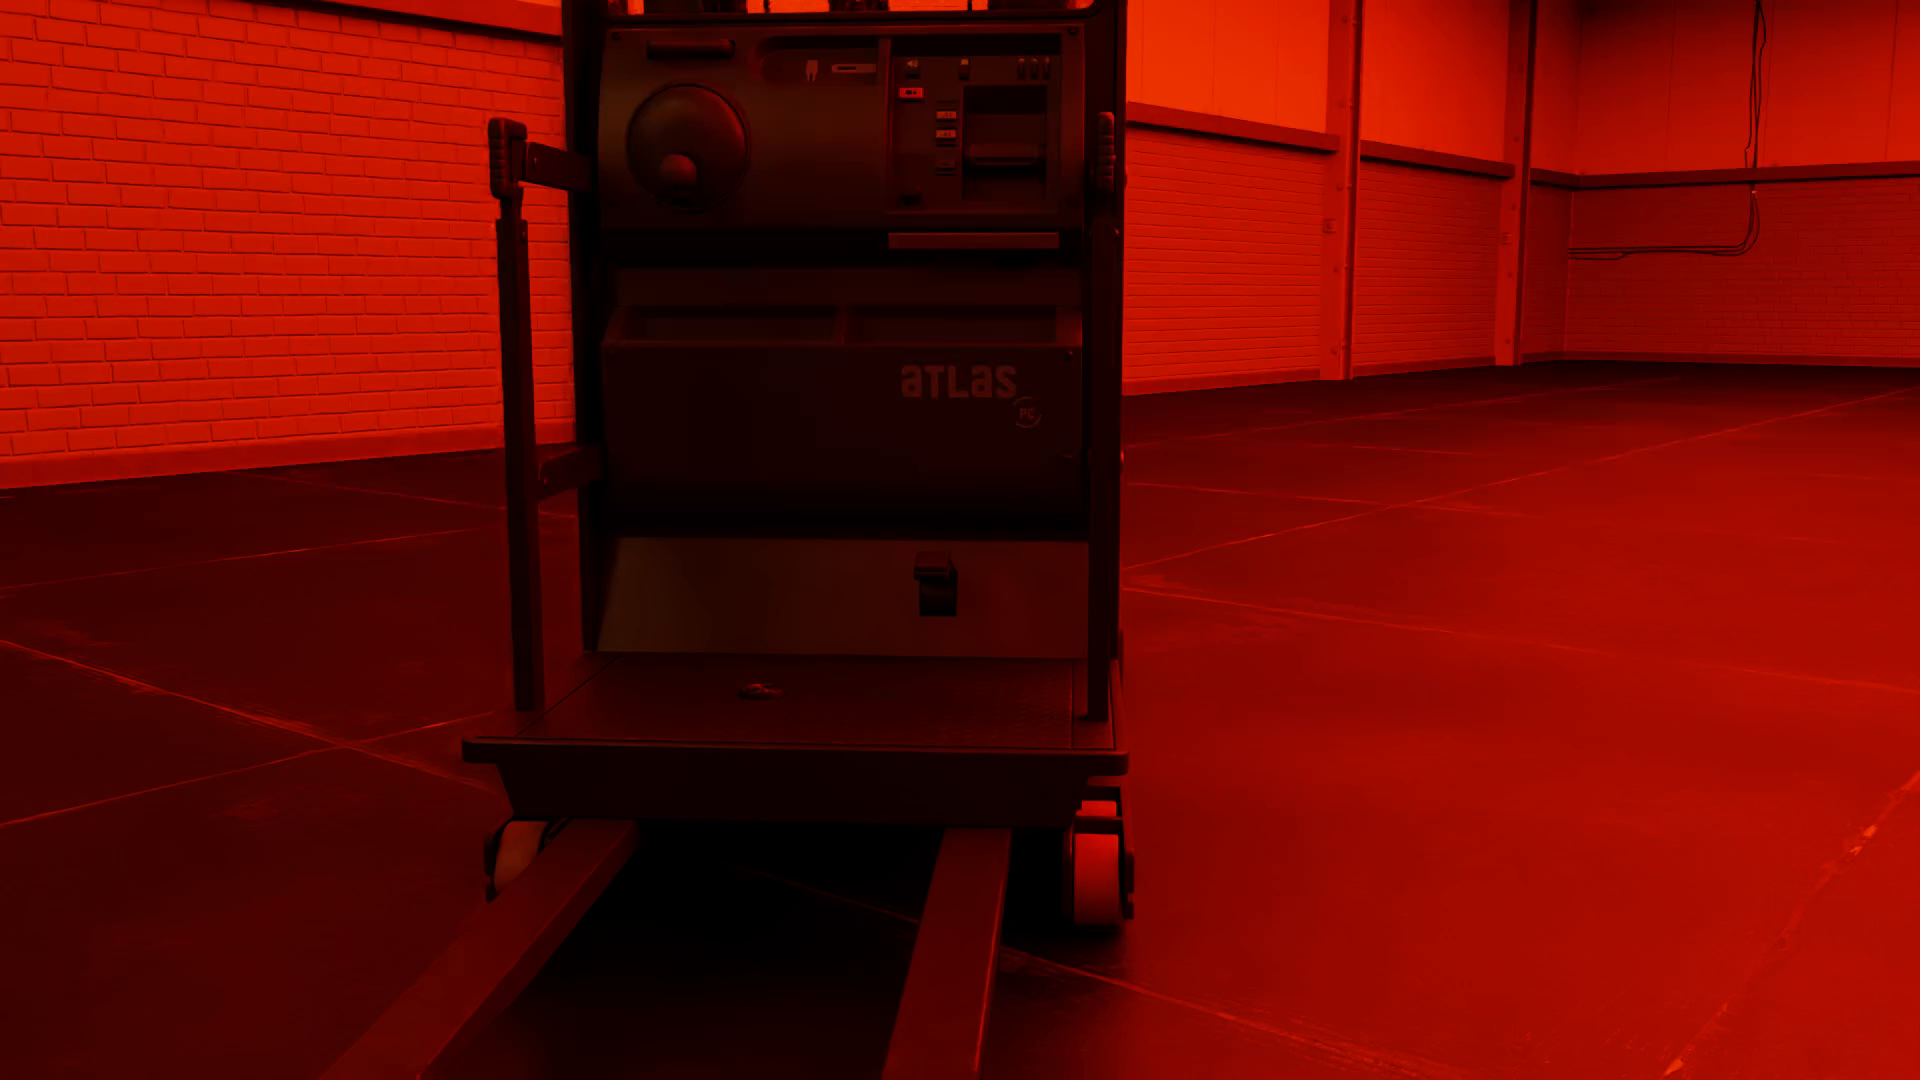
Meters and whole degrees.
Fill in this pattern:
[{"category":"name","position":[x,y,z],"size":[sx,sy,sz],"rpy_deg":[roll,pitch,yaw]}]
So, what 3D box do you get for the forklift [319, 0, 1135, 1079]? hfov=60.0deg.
[{"category":"forklift","position":[-0.240,-0.833,2.974],"size":[1.130,2.935,3.031],"rpy_deg":[1,8,4]}]
